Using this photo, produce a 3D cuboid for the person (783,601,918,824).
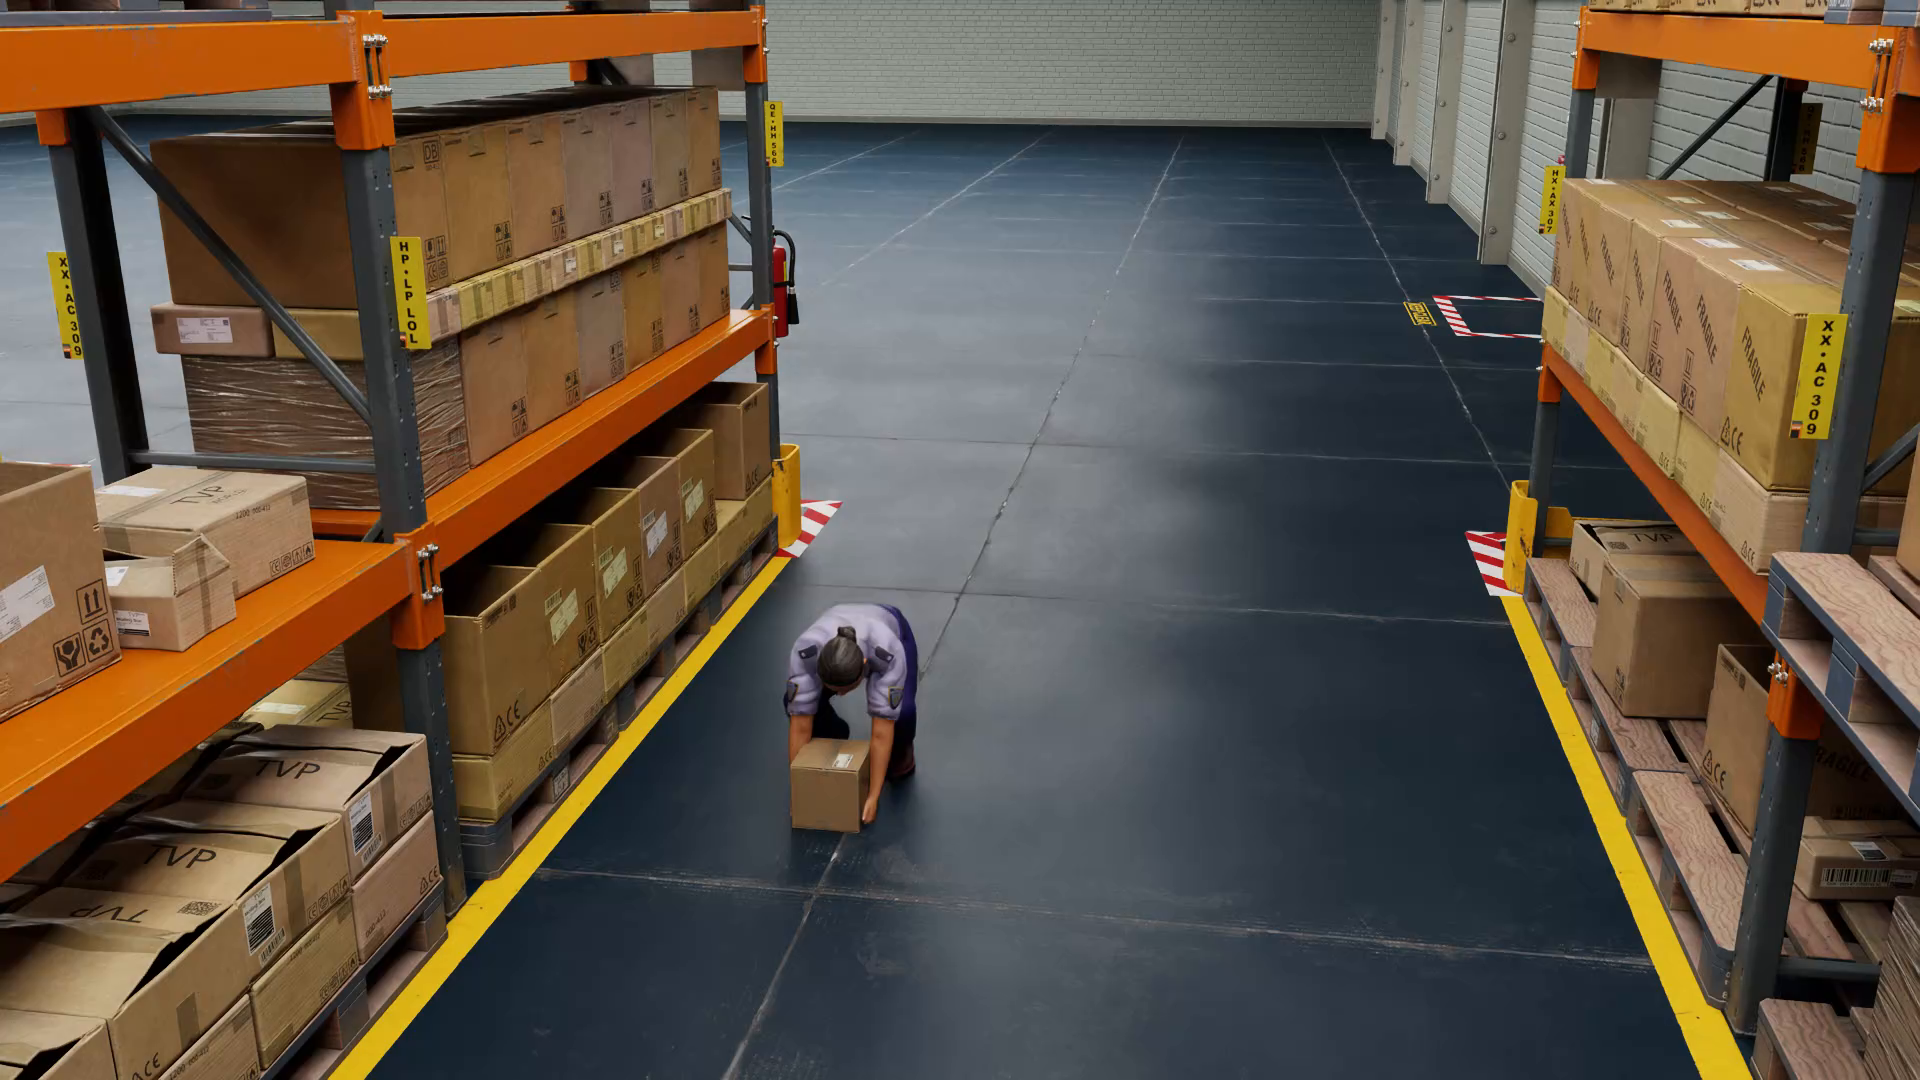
[{"bbox_3d":[-0.402,0.581,6.307,0.503,0.752,0.879,3,18,8],"label":"person"}]
